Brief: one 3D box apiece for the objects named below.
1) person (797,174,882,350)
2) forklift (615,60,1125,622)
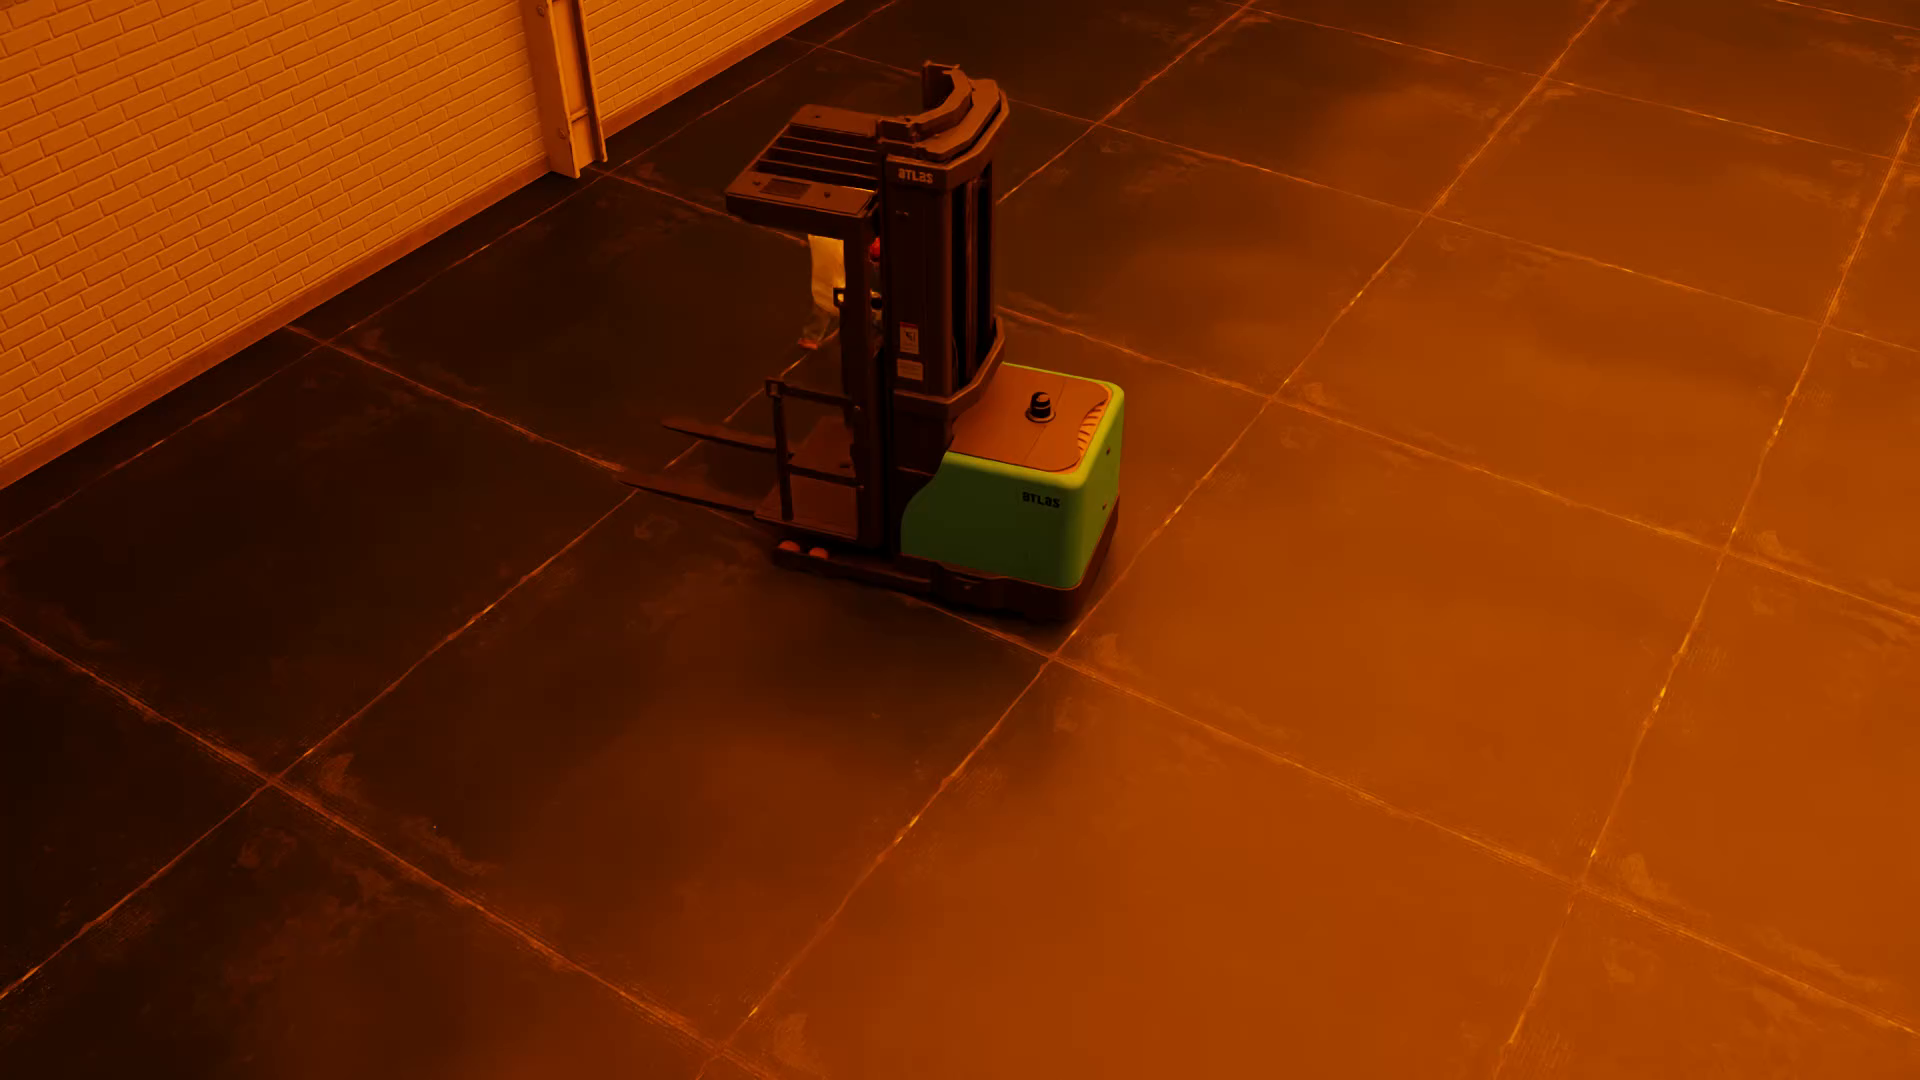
[{"bbox_3d":[-0.660,-1.771,11.128,1.129,1.539,0.720,31,49,32],"label":"person"},{"bbox_3d":[-0.606,-1.217,9.403,3.031,2.935,1.130,12,42,14],"label":"forklift"}]
